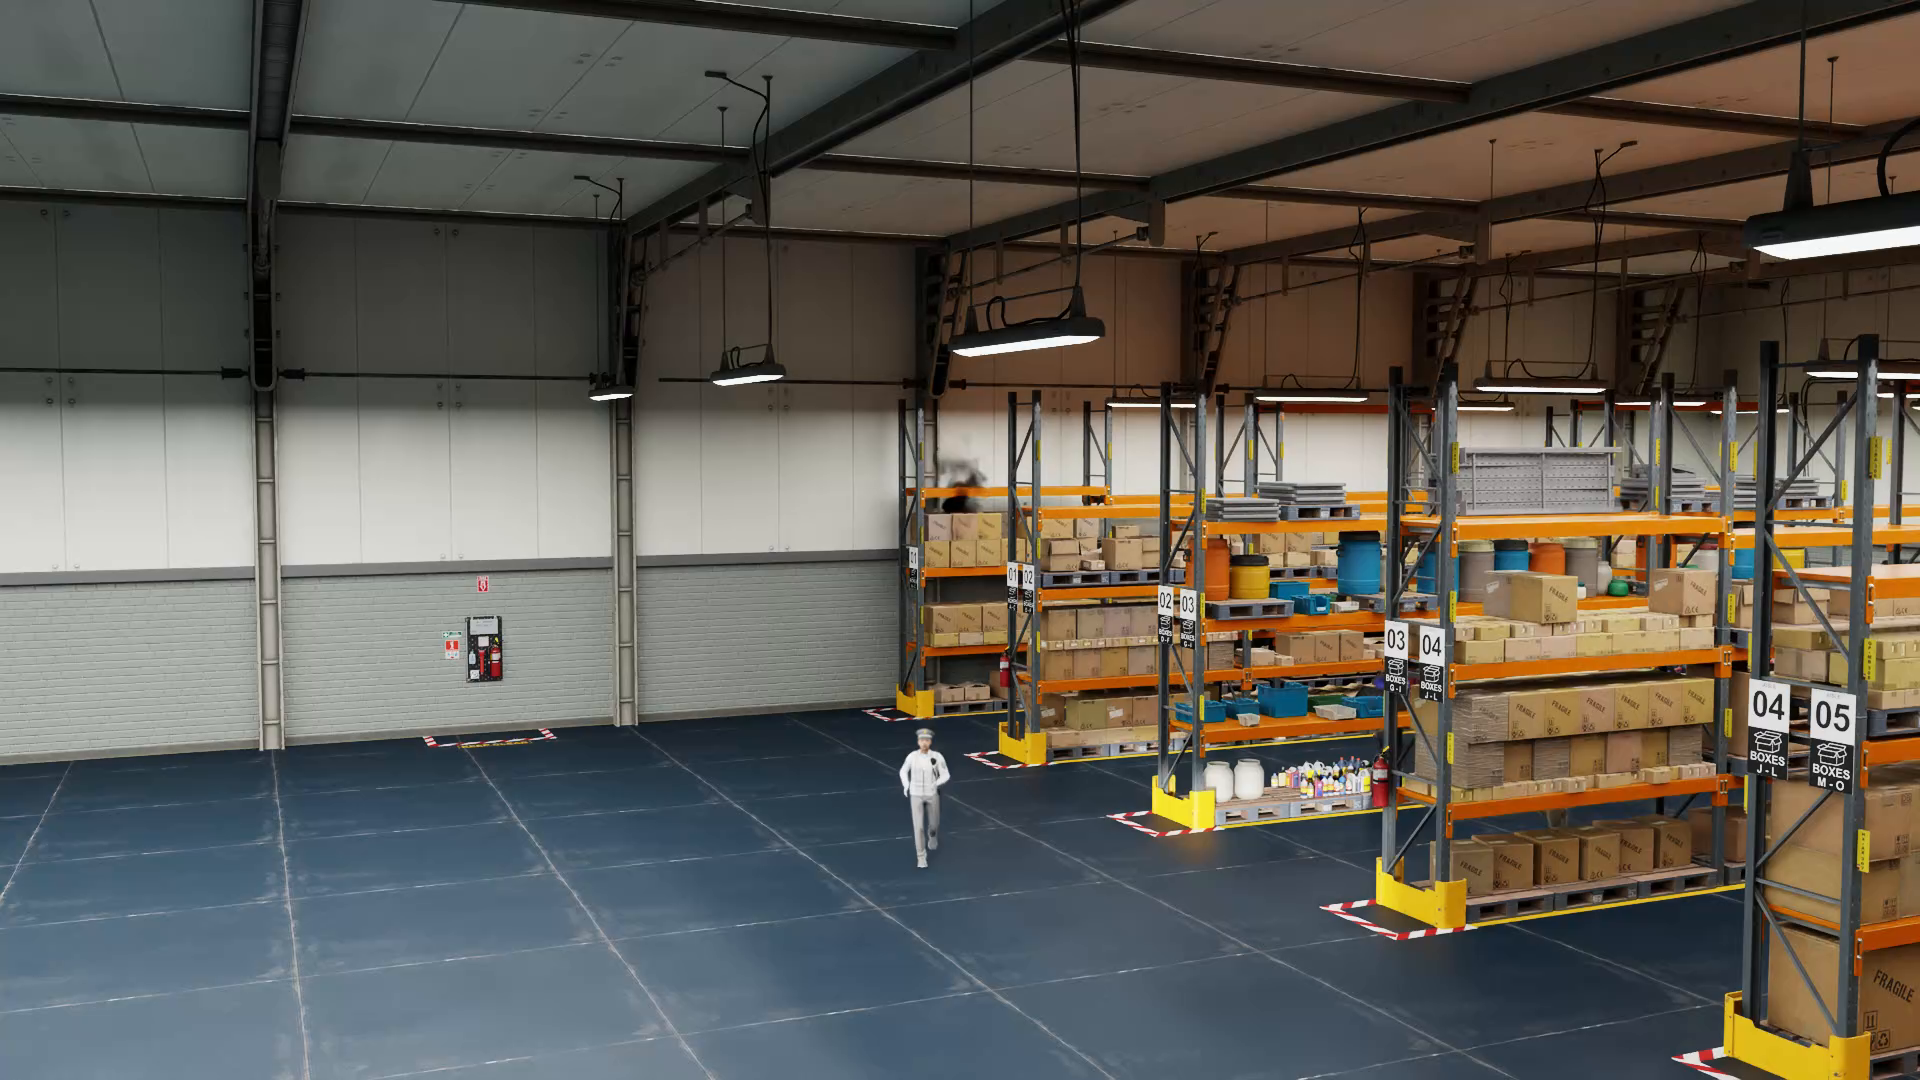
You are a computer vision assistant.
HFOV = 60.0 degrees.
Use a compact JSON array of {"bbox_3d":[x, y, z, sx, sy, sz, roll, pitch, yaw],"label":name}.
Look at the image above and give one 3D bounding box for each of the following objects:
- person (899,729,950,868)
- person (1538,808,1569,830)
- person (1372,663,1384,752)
[{"bbox_3d":[-0.439,3.134,20.430,0.625,1.660,0.748,0,3,1],"label":"person"},{"bbox_3d":[7.708,3.081,21.384,0.652,1.678,0.650,-2,4,-34],"label":"person"},{"bbox_3d":[6.762,2.799,26.549,0.667,1.675,0.558,-2,4,-33],"label":"person"}]
